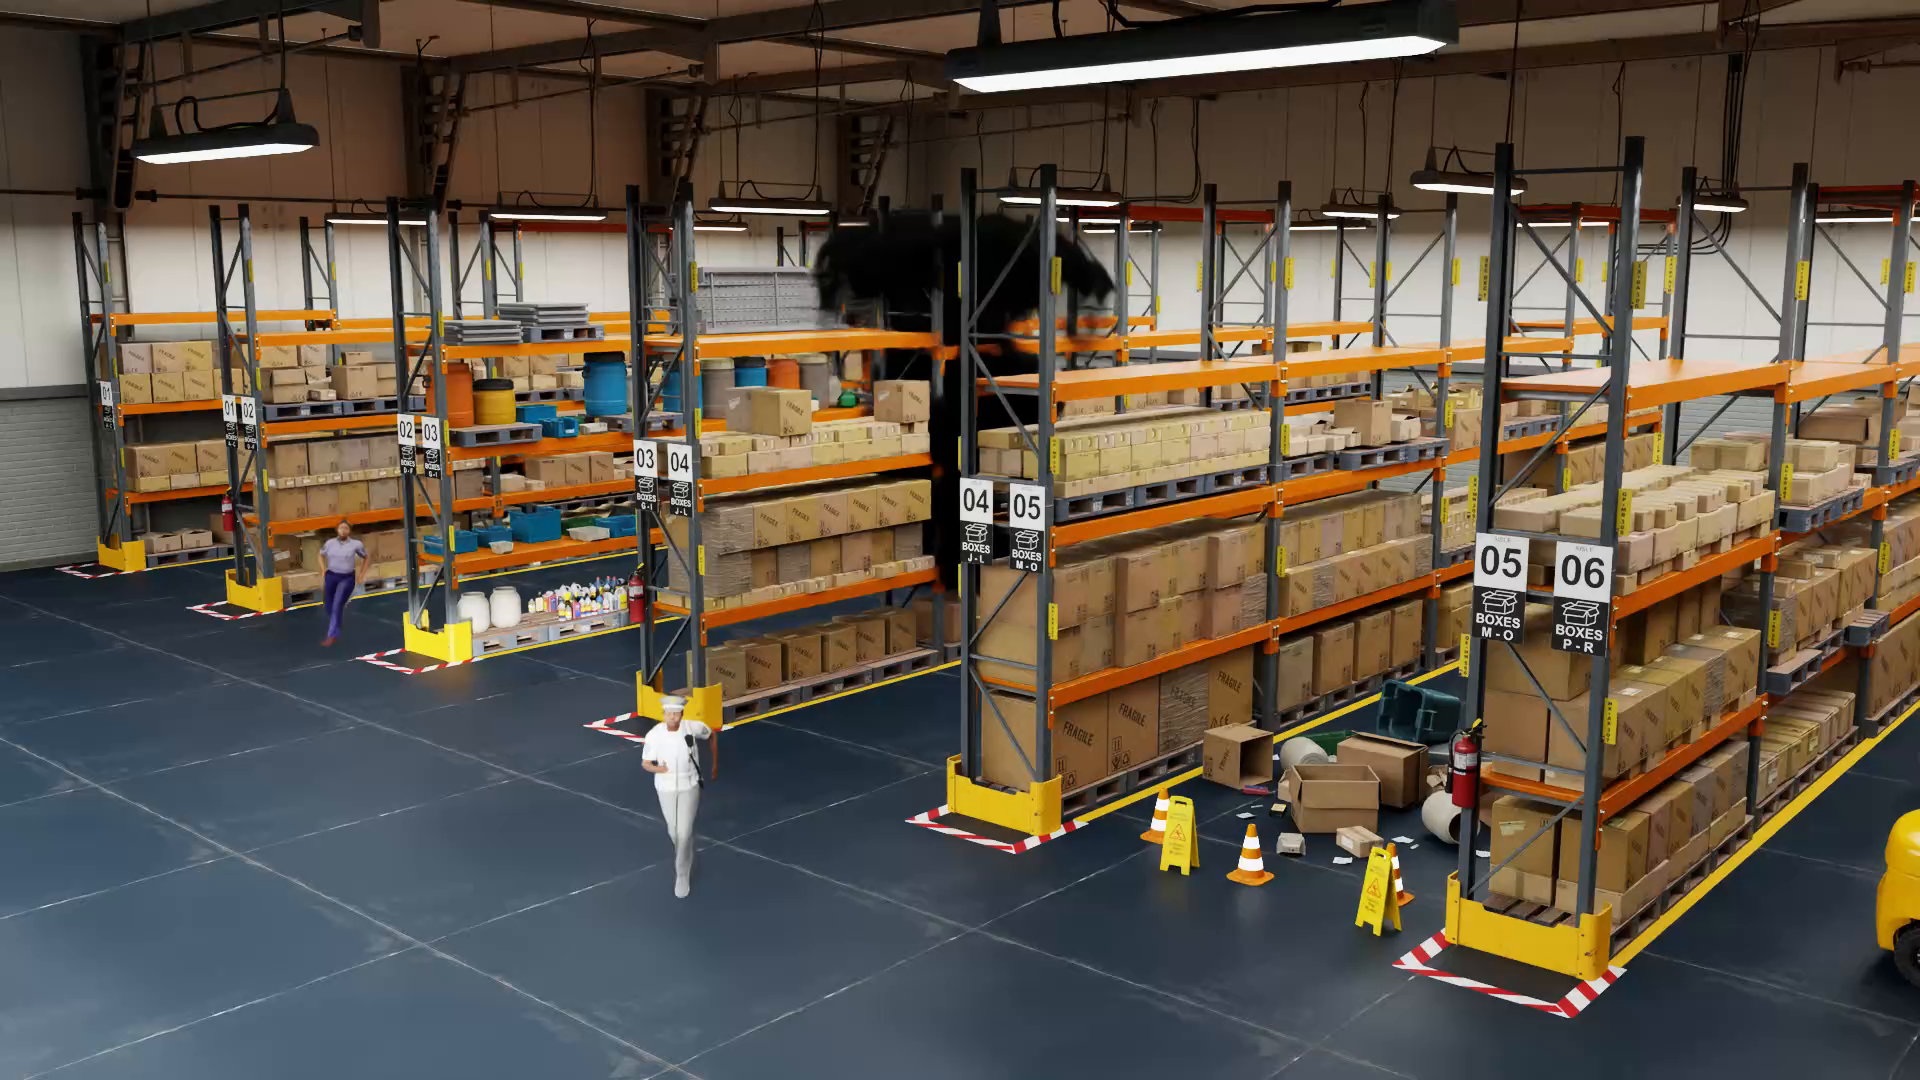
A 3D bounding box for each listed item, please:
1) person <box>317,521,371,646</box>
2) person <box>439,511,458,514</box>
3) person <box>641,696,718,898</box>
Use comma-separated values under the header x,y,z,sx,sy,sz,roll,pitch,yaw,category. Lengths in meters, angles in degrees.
x,y,z,sx,sy,sz,roll,pitch,yaw,category
-8.184,0.551,22.055,0.669,1.621,0.826,0,9,-3,person
-9.378,-0.738,30.425,0.599,1.708,0.878,6,11,32,person
-2.318,2.075,13.791,0.600,1.711,0.822,0,9,-3,person
